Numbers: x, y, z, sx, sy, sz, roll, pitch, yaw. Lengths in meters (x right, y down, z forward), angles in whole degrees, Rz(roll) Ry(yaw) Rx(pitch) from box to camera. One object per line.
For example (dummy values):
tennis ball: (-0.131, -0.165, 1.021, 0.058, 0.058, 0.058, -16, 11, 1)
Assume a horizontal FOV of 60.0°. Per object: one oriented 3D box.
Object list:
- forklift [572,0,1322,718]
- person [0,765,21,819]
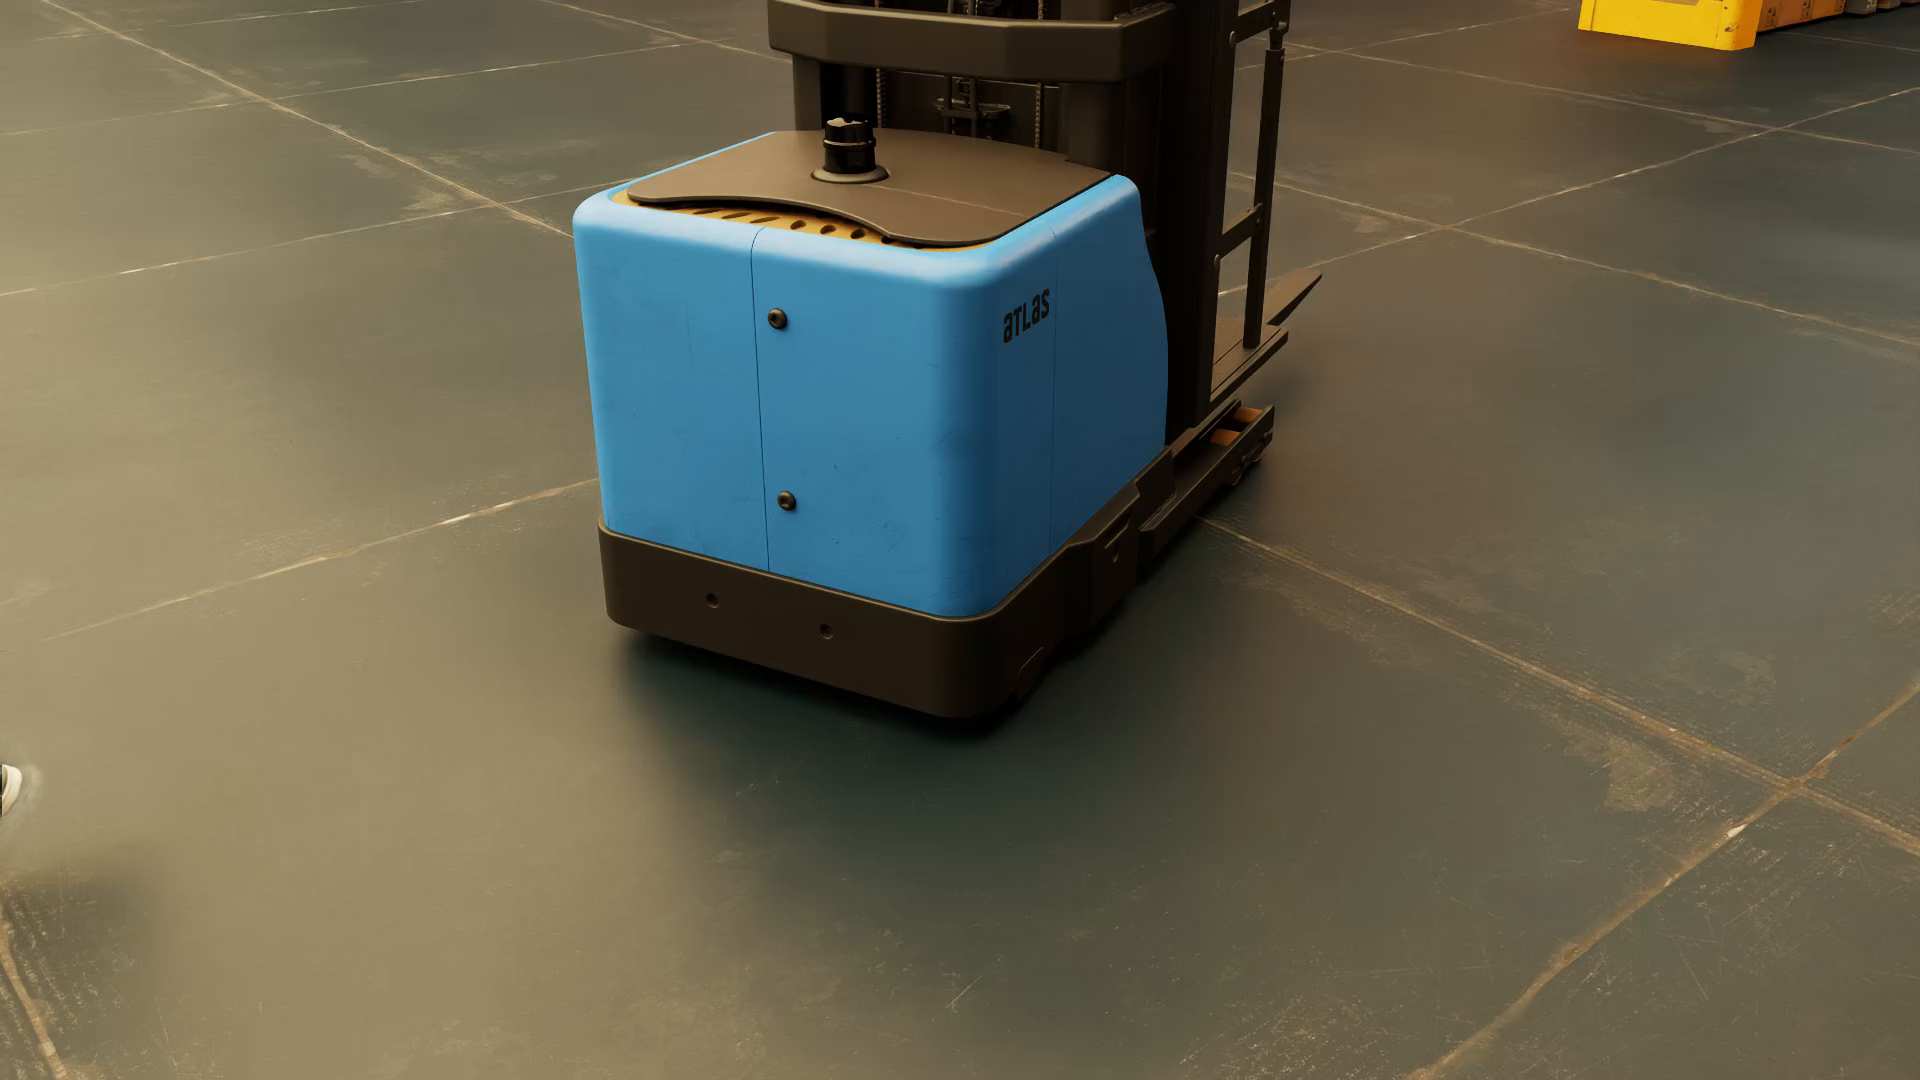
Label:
forklift: (0.285, -1.552, 4.331, 1.130, 2.935, 3.031, 13, 29, 25)
person: (-2.021, -0.044, 2.820, 0.495, 1.577, 0.627, -16, 31, -29)
